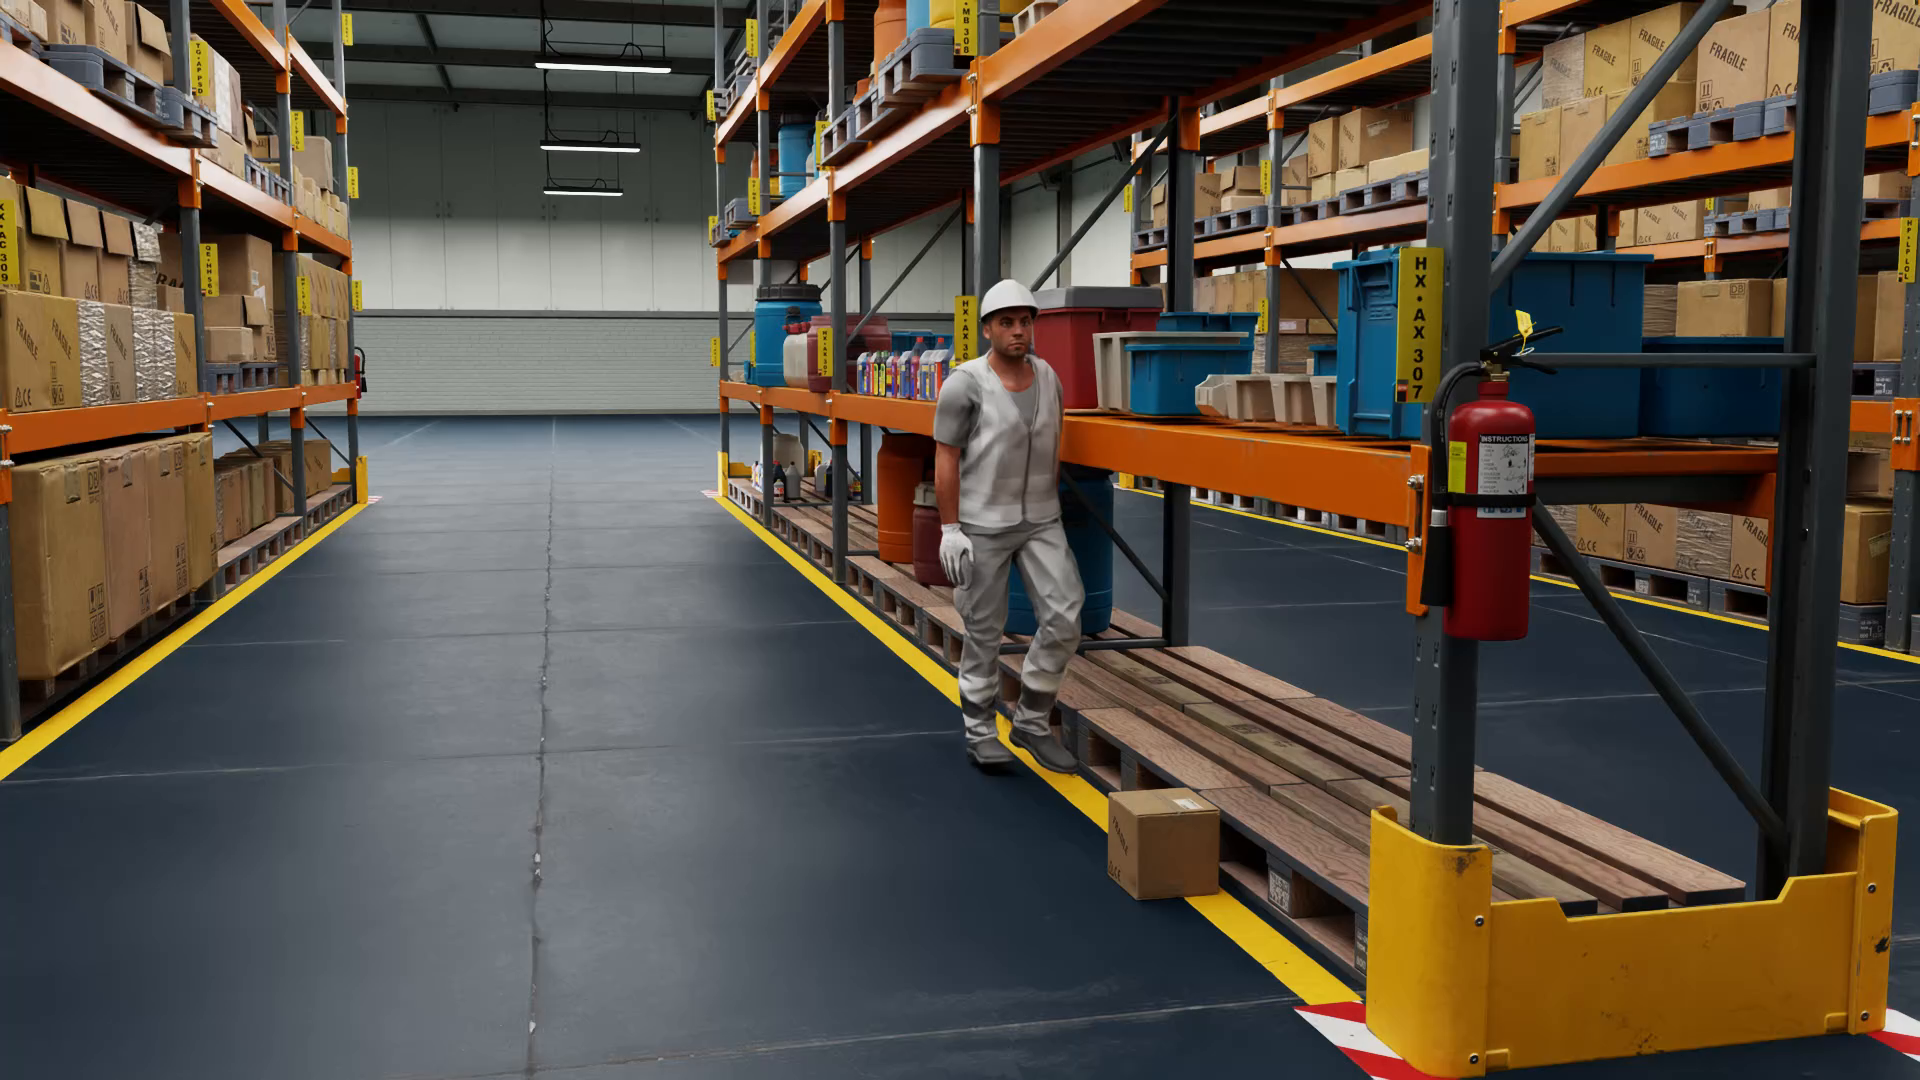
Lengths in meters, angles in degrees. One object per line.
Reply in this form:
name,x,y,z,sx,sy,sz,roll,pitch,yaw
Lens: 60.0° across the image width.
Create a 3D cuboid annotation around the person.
person,0.163,-0.038,5.998,0.580,1.776,0.527,-3,7,-24
